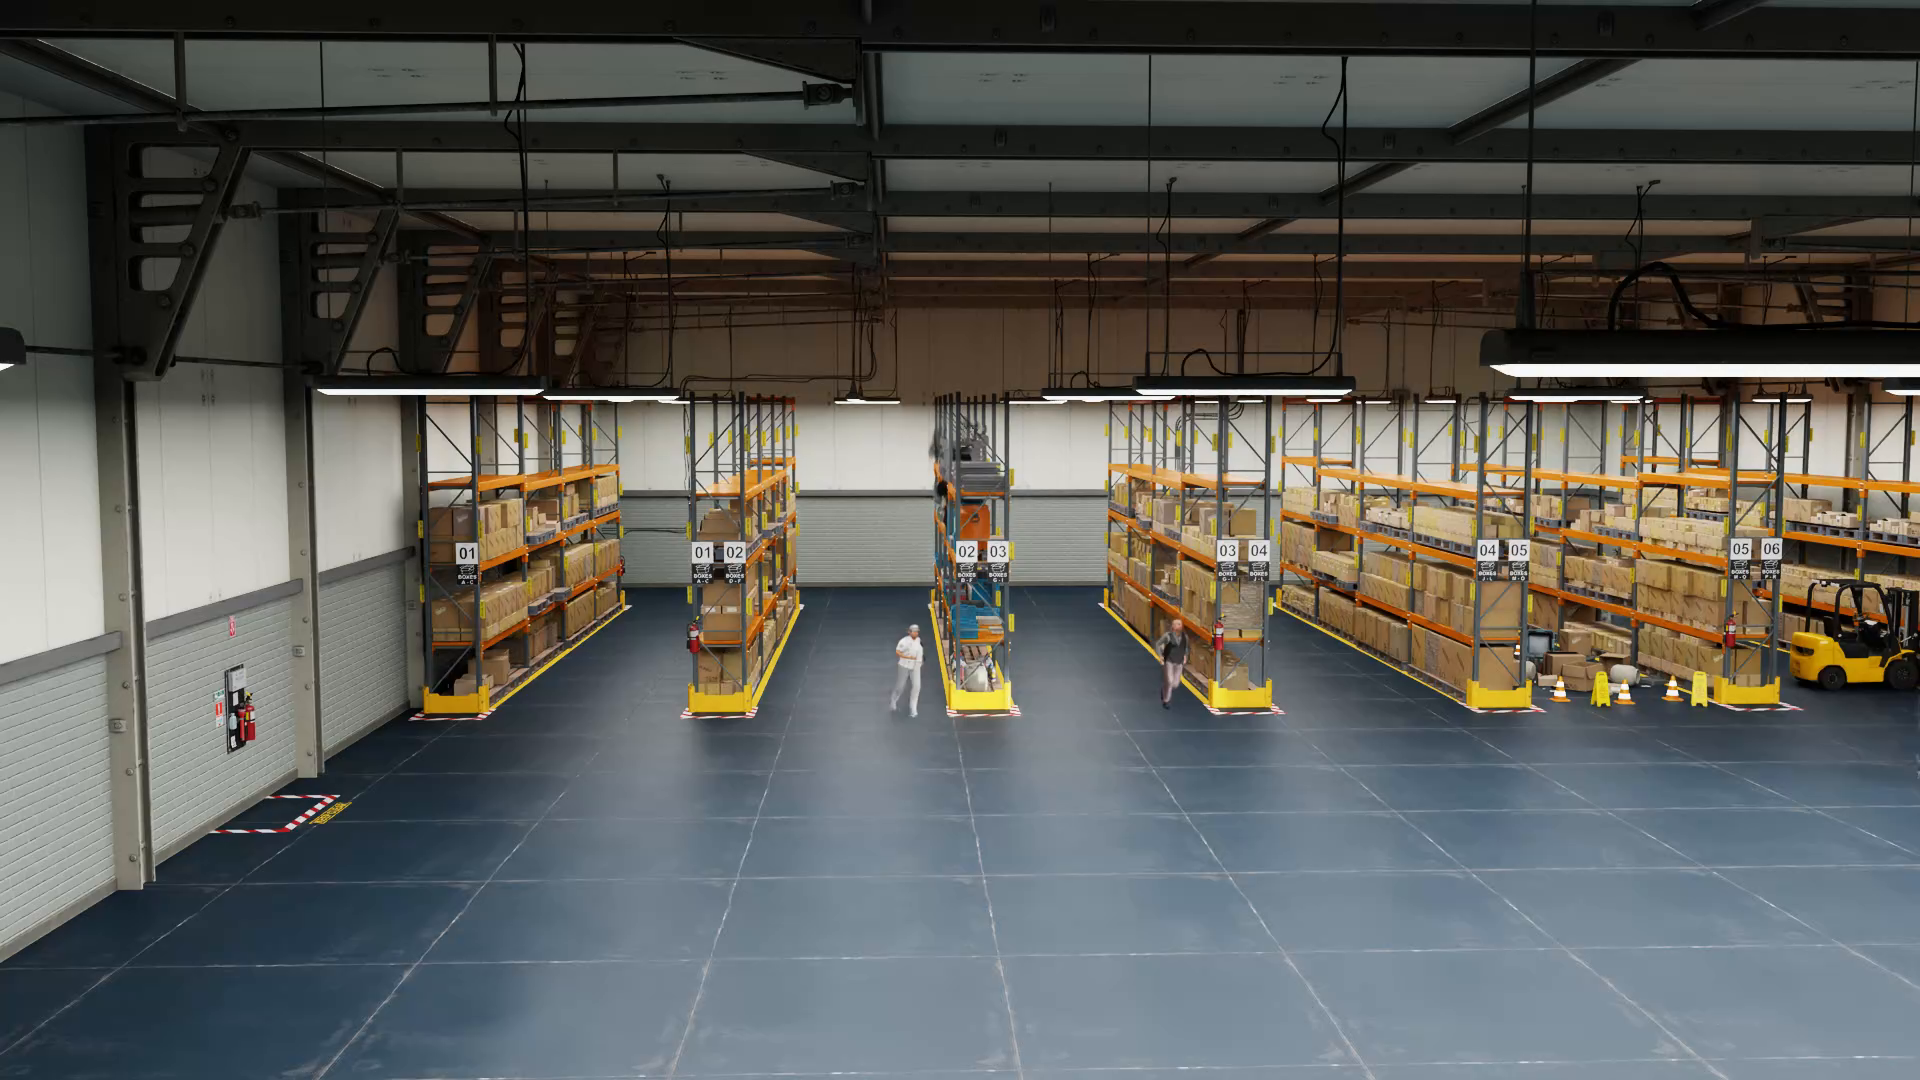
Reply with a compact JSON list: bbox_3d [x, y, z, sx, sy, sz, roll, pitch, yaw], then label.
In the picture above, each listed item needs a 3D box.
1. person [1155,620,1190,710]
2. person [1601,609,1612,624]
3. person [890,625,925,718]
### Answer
[{"bbox_3d":[4.074,2.354,31.820,0.699,1.677,0.713,-1,5,-15],"label":"person"},{"bbox_3d":[16.658,1.404,42.907,0.677,1.732,0.653,0,5,0],"label":"person"},{"bbox_3d":[-0.937,2.411,31.071,0.638,1.679,0.898,-3,5,-30],"label":"person"}]
